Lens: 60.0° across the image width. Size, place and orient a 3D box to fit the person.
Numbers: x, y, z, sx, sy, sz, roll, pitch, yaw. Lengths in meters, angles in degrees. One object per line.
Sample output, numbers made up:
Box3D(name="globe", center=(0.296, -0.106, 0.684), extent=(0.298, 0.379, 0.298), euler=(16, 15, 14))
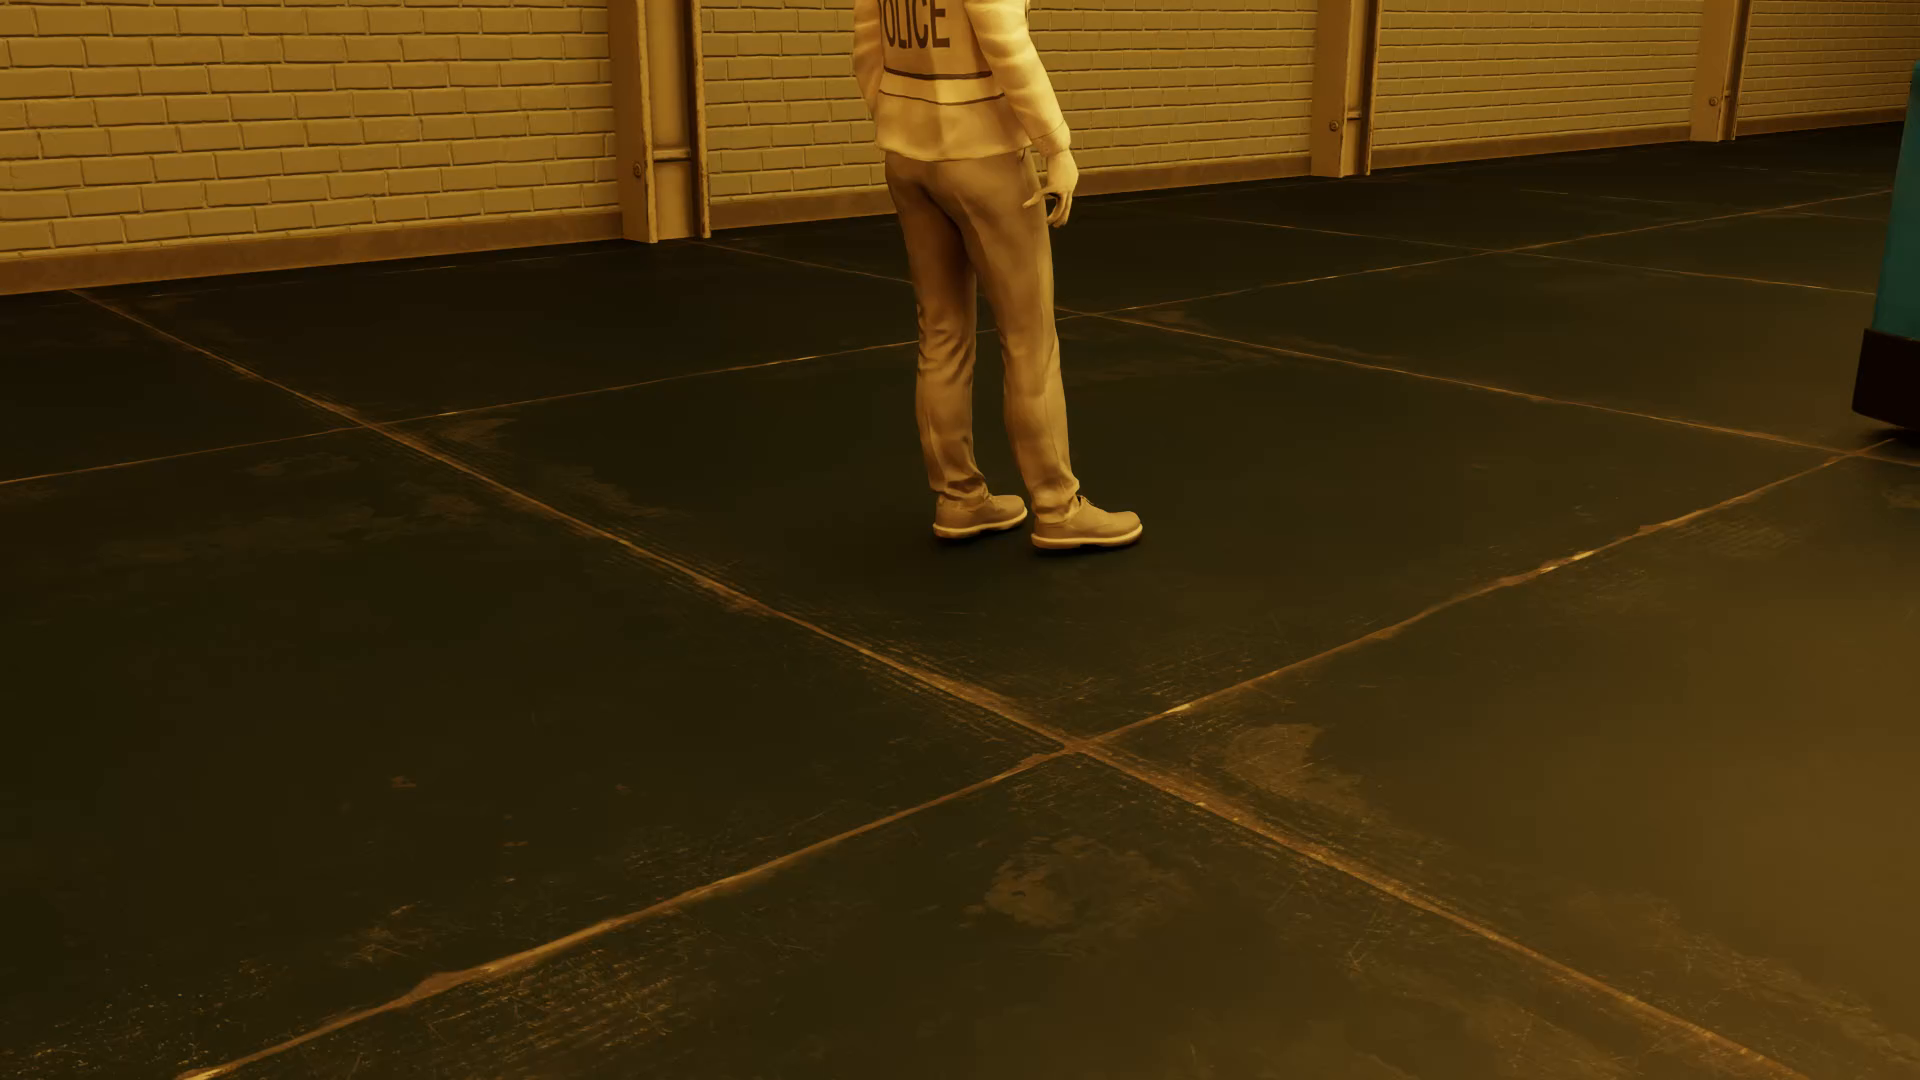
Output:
Box3D(name="person", center=(0.057, -0.827, 3.631), extent=(0.530, 1.694, 0.586), euler=(-14, 22, -38))

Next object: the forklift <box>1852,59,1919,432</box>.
Box3D(name="forklift", center=(4.144, -1.666, 4.266), extent=(3.031, 2.935, 1.130), euler=(-4, 18, -12))
